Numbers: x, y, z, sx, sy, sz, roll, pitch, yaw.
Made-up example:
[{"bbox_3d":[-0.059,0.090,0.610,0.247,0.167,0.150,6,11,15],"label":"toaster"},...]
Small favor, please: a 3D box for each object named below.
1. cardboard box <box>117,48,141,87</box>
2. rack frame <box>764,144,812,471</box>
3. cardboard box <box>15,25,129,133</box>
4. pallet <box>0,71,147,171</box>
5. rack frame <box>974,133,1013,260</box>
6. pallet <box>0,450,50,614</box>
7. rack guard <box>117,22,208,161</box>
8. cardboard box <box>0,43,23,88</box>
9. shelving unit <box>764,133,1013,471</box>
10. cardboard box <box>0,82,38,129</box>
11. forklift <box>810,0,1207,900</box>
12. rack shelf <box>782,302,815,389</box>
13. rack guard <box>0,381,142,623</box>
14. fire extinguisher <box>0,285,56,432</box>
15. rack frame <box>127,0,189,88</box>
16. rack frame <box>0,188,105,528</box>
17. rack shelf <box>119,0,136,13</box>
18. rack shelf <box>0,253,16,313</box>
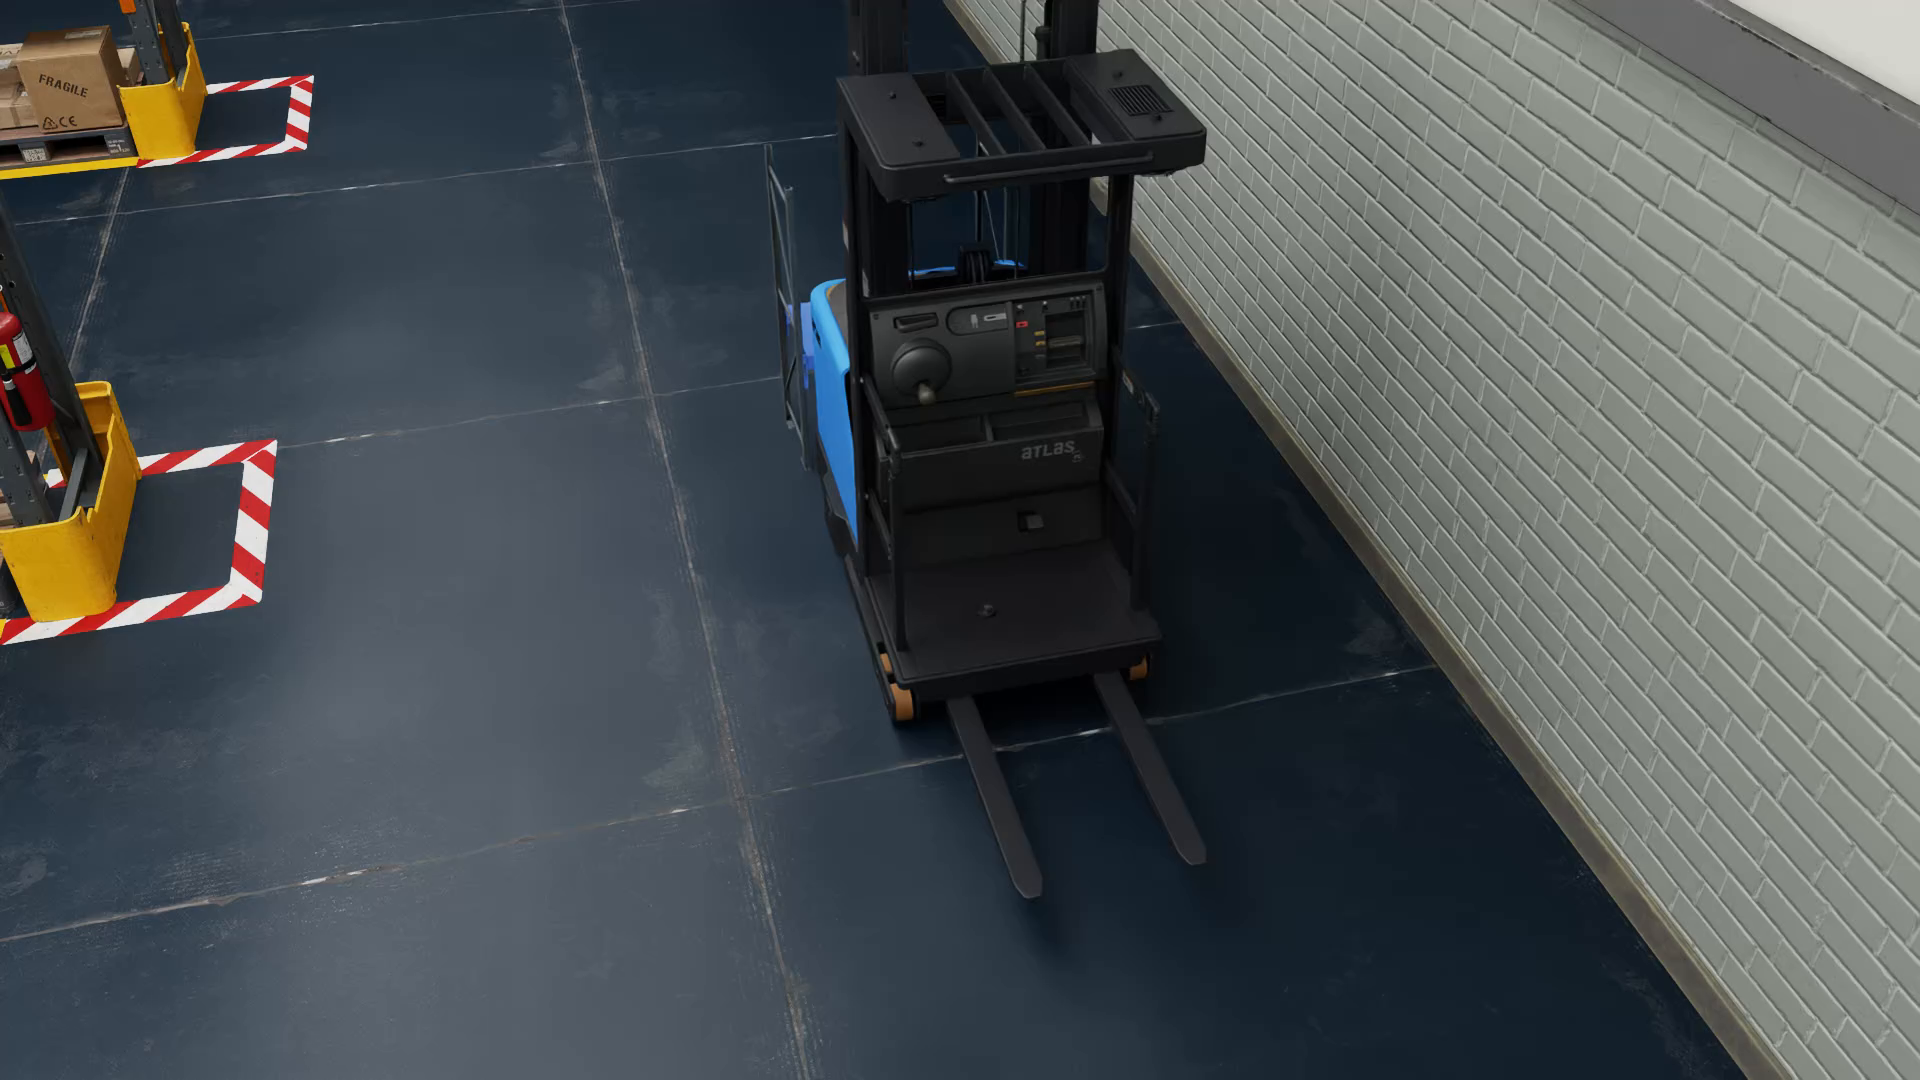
[{"bbox_3d":[-5.856,-3.262,11.530,0.250,0.149,0.380,-9,38,-12],"label":"cardboard box"},{"bbox_3d":[-0.818,-1.083,7.931,0.032,1.500,0.500,-10,39,-13],"label":"rack frame"},{"bbox_3d":[-5.823,-3.036,10.945,0.500,0.500,0.500,-9,38,-12],"label":"cardboard box"},{"bbox_3d":[-6.205,-2.838,11.286,1.213,0.211,1.003,-9,38,-12],"label":"pallet"},{"bbox_3d":[0.156,-1.258,8.161,0.032,1.500,0.500,-10,39,-13],"label":"rack frame"},{"bbox_3d":[-4.880,0.037,7.528,1.213,0.211,1.003,-9,38,-12],"label":"pallet"},{"bbox_3d":[-5.435,-3.080,11.364,0.348,0.500,1.175,-9,38,-12],"label":"rack guard"},{"bbox_3d":[-6.444,-3.168,11.324,0.500,0.250,0.500,-9,38,-12],"label":"cardboard box"},{"bbox_3d":[-0.331,-1.171,8.046,1.048,1.500,0.538,-10,39,-13],"label":"shelving unit"},{"bbox_3d":[-6.237,-2.892,11.031,0.250,0.166,0.380,-9,38,-12],"label":"cardboard box"},{"bbox_3d":[0.172,-0.685,6.233,1.130,2.935,3.031,-9,38,-11],"label":"forklift"},{"bbox_3d":[-0.331,-1.028,8.155,1.000,0.185,0.538,-10,39,-13],"label":"rack shelf"},{"bbox_3d":[-4.054,-0.197,7.596,0.348,0.500,1.175,-9,38,-12],"label":"rack guard"},{"bbox_3d":[-3.810,-0.757,6.641,0.183,0.674,0.296,-9,38,-12],"label":"fire extinguisher"},{"bbox_3d":[-5.362,-4.084,10.621,0.127,3.000,1.000,-9,38,-12],"label":"rack frame"},{"bbox_3d":[-4.074,-1.178,6.822,0.127,3.000,1.000,-9,38,-12],"label":"rack frame"},{"bbox_3d":[-7.293,-3.482,10.425,4.000,0.370,1.077,-9,38,-12],"label":"rack shelf"},{"bbox_3d":[-6.005,-0.576,6.626,4.000,0.370,1.077,-9,38,-12],"label":"rack shelf"}]
